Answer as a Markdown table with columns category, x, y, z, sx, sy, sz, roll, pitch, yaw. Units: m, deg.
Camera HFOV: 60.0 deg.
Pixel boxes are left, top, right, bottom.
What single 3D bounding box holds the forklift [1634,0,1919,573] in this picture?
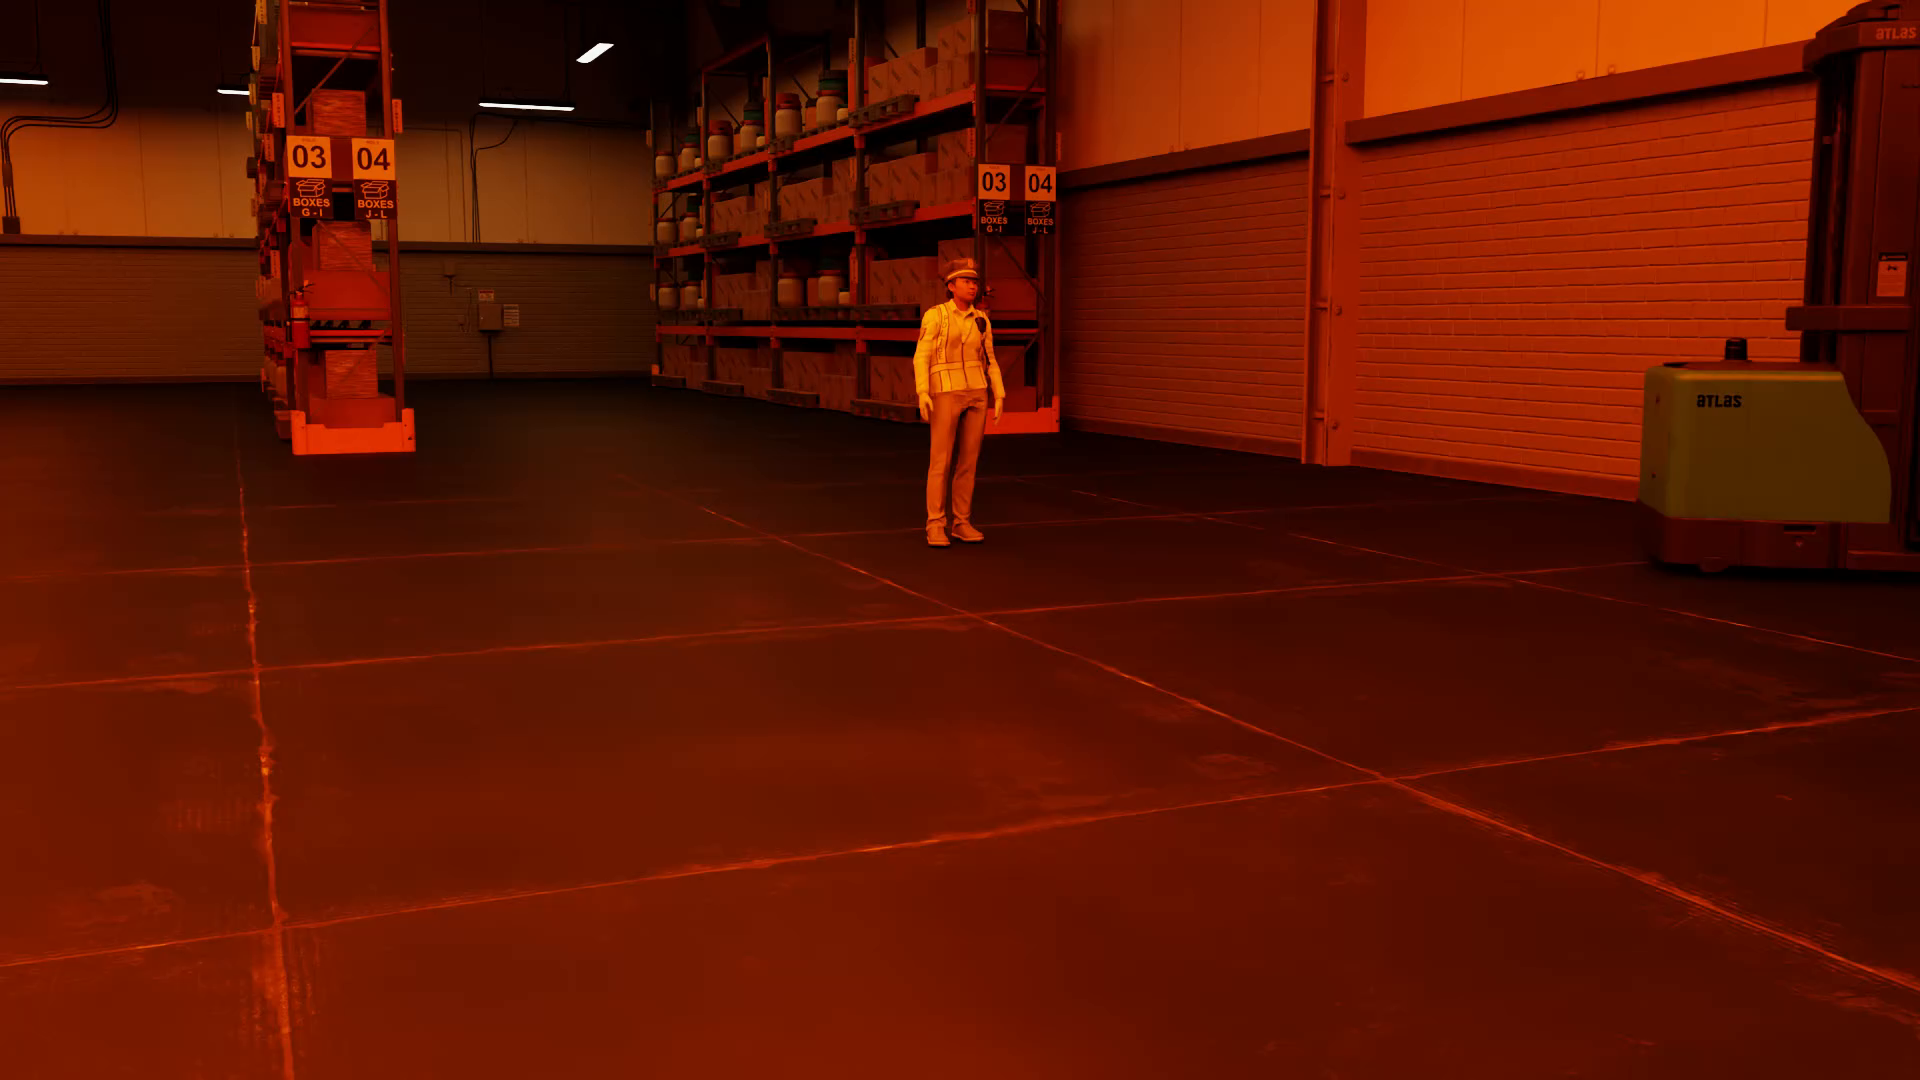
| category | x | y | z | sx | sy | sz | roll | pitch | yaw |
| --- | --- | --- | --- | --- | --- | --- | --- | --- | --- |
| forklift | 5.259 | -1.280 | 8.646 | 3.031 | 2.935 | 1.130 | 2 | 8 | 13 |

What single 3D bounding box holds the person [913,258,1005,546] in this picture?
| category | x | y | z | sx | sy | sz | roll | pitch | yaw |
| --- | --- | --- | --- | --- | --- | --- | --- | --- | --- |
| person | 0.021 | -0.839 | 9.976 | 0.586 | 1.694 | 0.530 | -3 | 8 | -23 |
